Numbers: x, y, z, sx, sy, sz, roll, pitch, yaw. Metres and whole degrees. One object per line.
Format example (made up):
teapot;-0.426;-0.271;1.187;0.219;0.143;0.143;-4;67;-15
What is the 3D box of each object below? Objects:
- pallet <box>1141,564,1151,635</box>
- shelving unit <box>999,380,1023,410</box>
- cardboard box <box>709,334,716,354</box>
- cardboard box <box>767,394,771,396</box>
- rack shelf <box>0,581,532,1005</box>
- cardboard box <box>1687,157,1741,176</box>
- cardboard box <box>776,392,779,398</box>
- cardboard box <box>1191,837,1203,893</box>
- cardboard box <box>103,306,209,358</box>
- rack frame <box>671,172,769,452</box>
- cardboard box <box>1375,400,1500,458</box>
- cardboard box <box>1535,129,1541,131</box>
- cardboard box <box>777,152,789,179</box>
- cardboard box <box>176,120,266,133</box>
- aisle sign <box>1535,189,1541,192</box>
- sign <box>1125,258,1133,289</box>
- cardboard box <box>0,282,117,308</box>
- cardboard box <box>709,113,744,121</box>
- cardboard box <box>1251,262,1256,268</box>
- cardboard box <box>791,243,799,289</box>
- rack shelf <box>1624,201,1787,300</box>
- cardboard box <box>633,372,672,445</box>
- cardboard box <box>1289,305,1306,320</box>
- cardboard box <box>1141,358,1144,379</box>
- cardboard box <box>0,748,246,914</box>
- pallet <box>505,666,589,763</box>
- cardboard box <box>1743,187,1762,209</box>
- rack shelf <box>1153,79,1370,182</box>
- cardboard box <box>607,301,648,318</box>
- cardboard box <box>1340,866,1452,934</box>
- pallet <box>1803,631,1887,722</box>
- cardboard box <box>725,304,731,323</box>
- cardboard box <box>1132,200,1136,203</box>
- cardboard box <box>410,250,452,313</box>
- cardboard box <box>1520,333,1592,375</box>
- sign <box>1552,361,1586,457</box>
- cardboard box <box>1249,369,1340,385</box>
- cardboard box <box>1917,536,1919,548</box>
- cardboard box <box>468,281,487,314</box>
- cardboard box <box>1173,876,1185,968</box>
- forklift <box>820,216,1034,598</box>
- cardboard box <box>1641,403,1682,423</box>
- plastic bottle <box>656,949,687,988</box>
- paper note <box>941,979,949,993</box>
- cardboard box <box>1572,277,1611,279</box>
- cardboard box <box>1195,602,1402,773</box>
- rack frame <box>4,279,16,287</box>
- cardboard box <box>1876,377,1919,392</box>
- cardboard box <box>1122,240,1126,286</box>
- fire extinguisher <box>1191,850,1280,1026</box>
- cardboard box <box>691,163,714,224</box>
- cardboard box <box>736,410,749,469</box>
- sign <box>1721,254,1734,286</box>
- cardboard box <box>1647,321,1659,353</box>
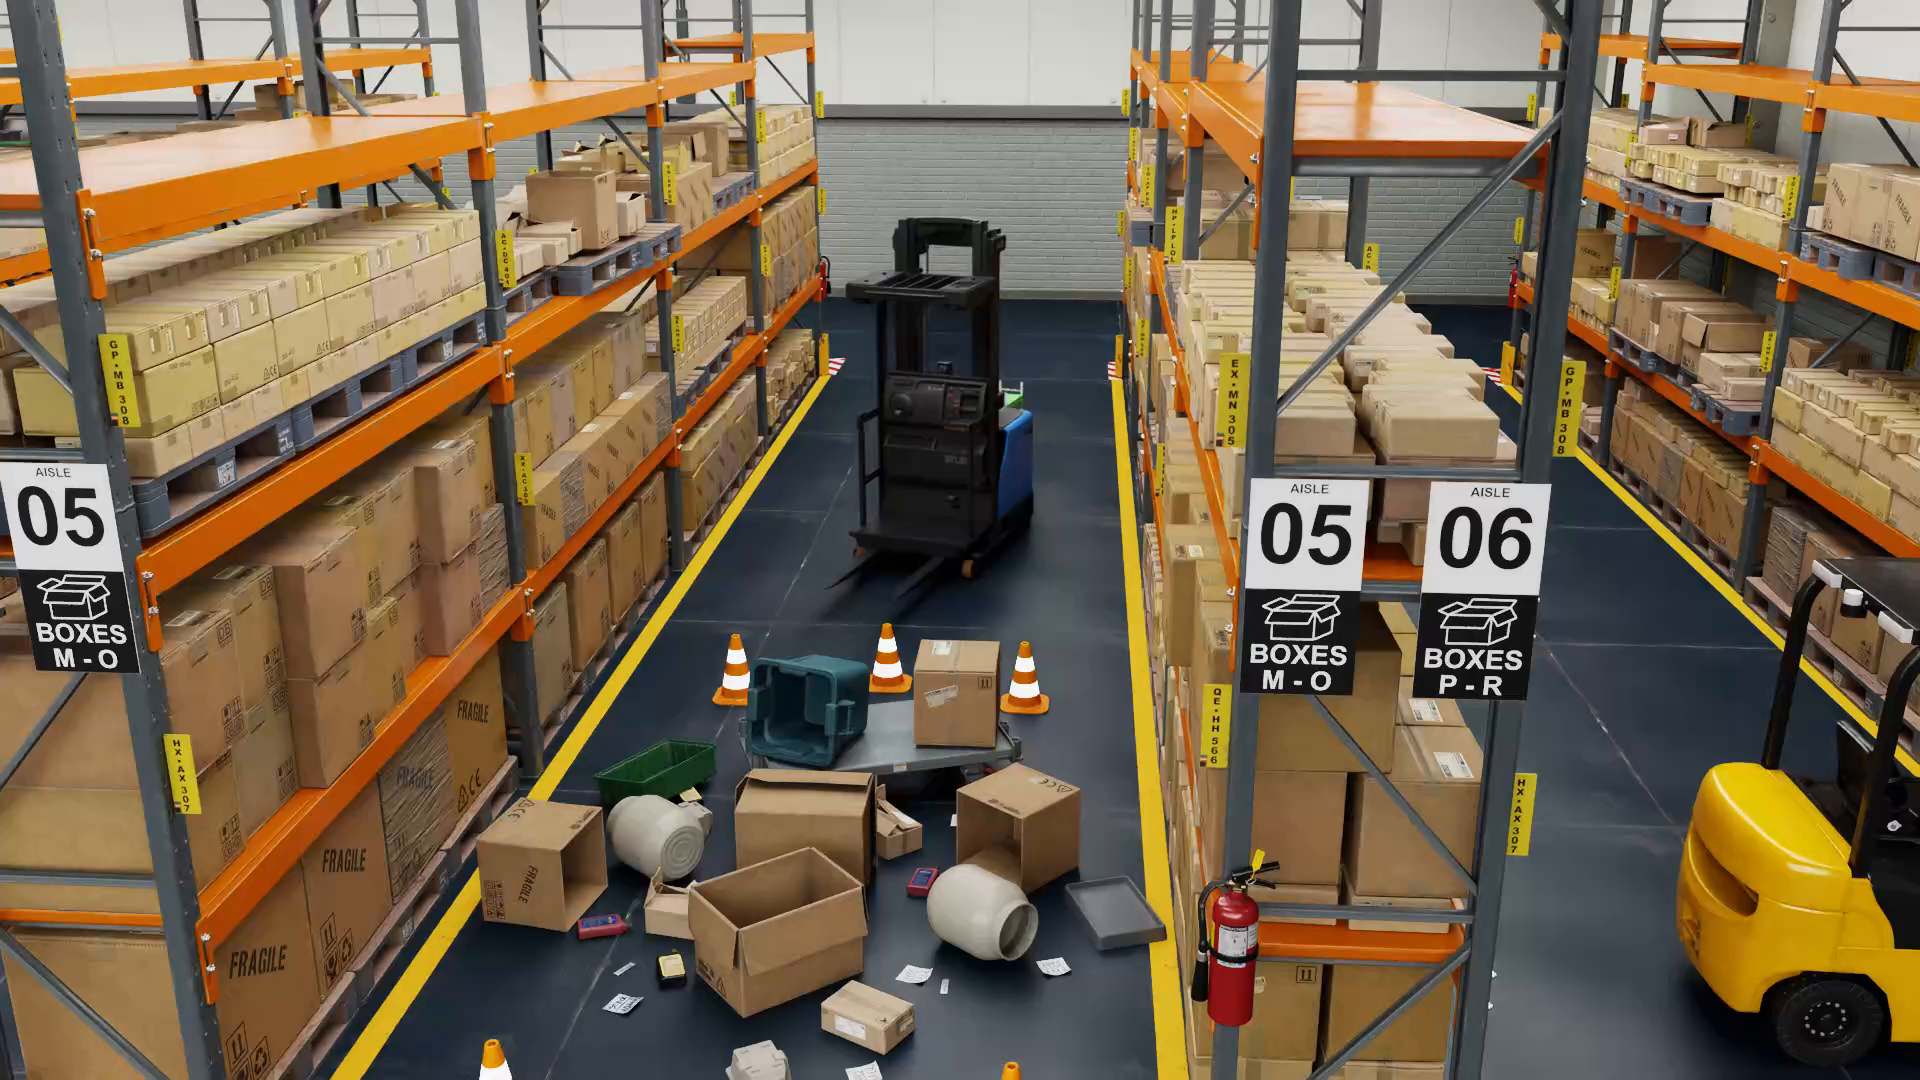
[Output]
pallet;1.993;0.476;13.460;1.003;0.211;1.213;1;18;4
shelving unit;0.410;-0.892;16.045;0.258;1.200;0.503;7;19;19
cardboard box;-2.548;-1.879;15.895;0.380;0.149;0.250;1;18;2
cardboard box;-2.334;-1.586;18.699;0.380;0.149;0.250;1;18;4
rack shelf;-3.324;1.034;8.432;1.077;0.370;4.000;1;18;4
cardboard box;6.777;-3.357;14.951;0.380;0.149;0.250;1;18;4
cardboard box;-2.323;-1.690;19.493;0.380;0.149;0.250;1;18;2
cardboard box;1.233;1.465;7.458;0.380;0.149;0.250;2;18;6
cardboard box;-3.108;-0.793;6.324;0.380;0.149;0.250;1;18;4
rack frame;-2.608;-2.414;17.799;1.000;3.000;0.127;1;18;4
cardboard box;1.706;-0.398;5.954;0.380;0.149;0.250;1;18;4
cardboard box;7.270;-4.831;20.122;0.500;0.250;0.500;1;18;3
cardboard box;-2.227;-4.223;18.744;0.500;0.250;0.500;2;18;6
cardboard box;-7.579;-4.048;17.134;0.700;0.500;0.500;2;18;5
aisle sign;7.287;-4.730;20.694;0.394;0.787;0.004;1;18;4
sign;1.783;-2.795;17.447;0.100;0.325;0.005;1;18;4
cardboard box;-3.727;-0.968;6.859;0.380;0.149;0.250;2;18;5
cardboard box;-2.712;-4.860;19.245;0.380;0.149;0.250;2;18;6
cardboard box;1.661;-1.588;10.029;0.500;0.250;0.500;1;18;3
cardboard box;-2.211;-3.227;19.644;0.500;0.500;0.500;2;18;7
rack shelf;7.145;-2.687;14.972;1.077;0.370;4.000;1;18;4
cardboard box;-2.659;-1.073;13.547;0.500;0.500;0.500;1;18;4
cardboard box;1.965;-1.045;8.569;0.500;0.250;0.500;1;18;3
cardboard box;1.865;-1.574;14.674;0.500;0.250;0.500;1;18;2
cardboard box;-3.486;1.126;6.756;0.875;0.550;0.550;1;18;4
pallet;-3.201;1.155;11.387;1.003;0.211;1.213;1;18;4
cardboard box;6.843;-2.881;14.008;0.380;0.149;0.250;1;18;4
rack shelf;1.907;-2.790;11.110;1.077;0.370;4.000;1;18;4
cardboard box;-3.202;-2.179;15.856;0.380;0.149;0.250;2;18;6
cardboard box;1.708;1.411;6.530;0.380;0.149;0.250;1;18;4
pallet;6.813;0.975;11.935;1.003;0.211;1.213;1;18;4
cardboard box;-2.493;-2.263;16.591;0.380;0.149;0.250;1;18;2
cardboard box;2.214;-3.901;19.530;0.380;0.149;0.250;1;18;4
cardboard box;-2.997;-1.356;8.682;0.500;0.250;0.500;1;18;4
cardboard box;7.436;-2.293;20.764;0.797;0.503;0.637;1;18;2
sign;2.018;-0.436;5.543;0.100;0.325;0.005;1;18;4
cardboard box;1.263;-0.563;6.457;0.380;0.149;0.250;1;18;3
cardboard box;6.520;0.012;10.636;0.500;0.250;0.500;1;18;4
cardboard box;-2.888;-1.362;9.340;0.380;0.149;0.250;1;18;4
cardboard box;1.343;1.919;8.317;0.500;0.250;0.500;1;18;2
forklift;-0.289;-1.206;14.223;1.130;2.935;3.031;7;19;19
cardboard box;7.047;-1.272;16.612;0.380;0.149;0.250;0;18;1
plastic bottle;-1.480;2.182;8.494;0.133;0.061;0.283;-5;19;-15
paper note;-0.077;2.248;8.374;0.032;0.001;0.123;1;18;4
cardboard box;7.189;-2.929;19.135;0.500;0.250;0.500;1;18;2
cardboard box;1.296;0.565;6.465;0.700;0.500;0.500;1;18;3
rack frame;-7.834;-1.313;14.441;1.000;3.000;0.127;1;18;4
cardboard box;7.273;-1.149;12.737;0.380;0.149;0.250;2;18;5
cardboard box;2.303;-3.482;20.898;0.500;0.500;0.500;1;18;3
fire extinguisher;1.009;1.454;6.118;0.296;0.674;0.183;1;18;4
cardboard box;-2.529;-3.127;14.997;0.500;0.500;0.500;1;18;4
cardboard box;-2.447;-1.031;16.918;0.500;0.500;0.500;1;18;3
sign;7.842;-2.764;17.008;0.100;0.325;0.005;1;18;4
cardboard box;6.806;-1.938;15.888;0.396;0.266;0.258;2;18;7
